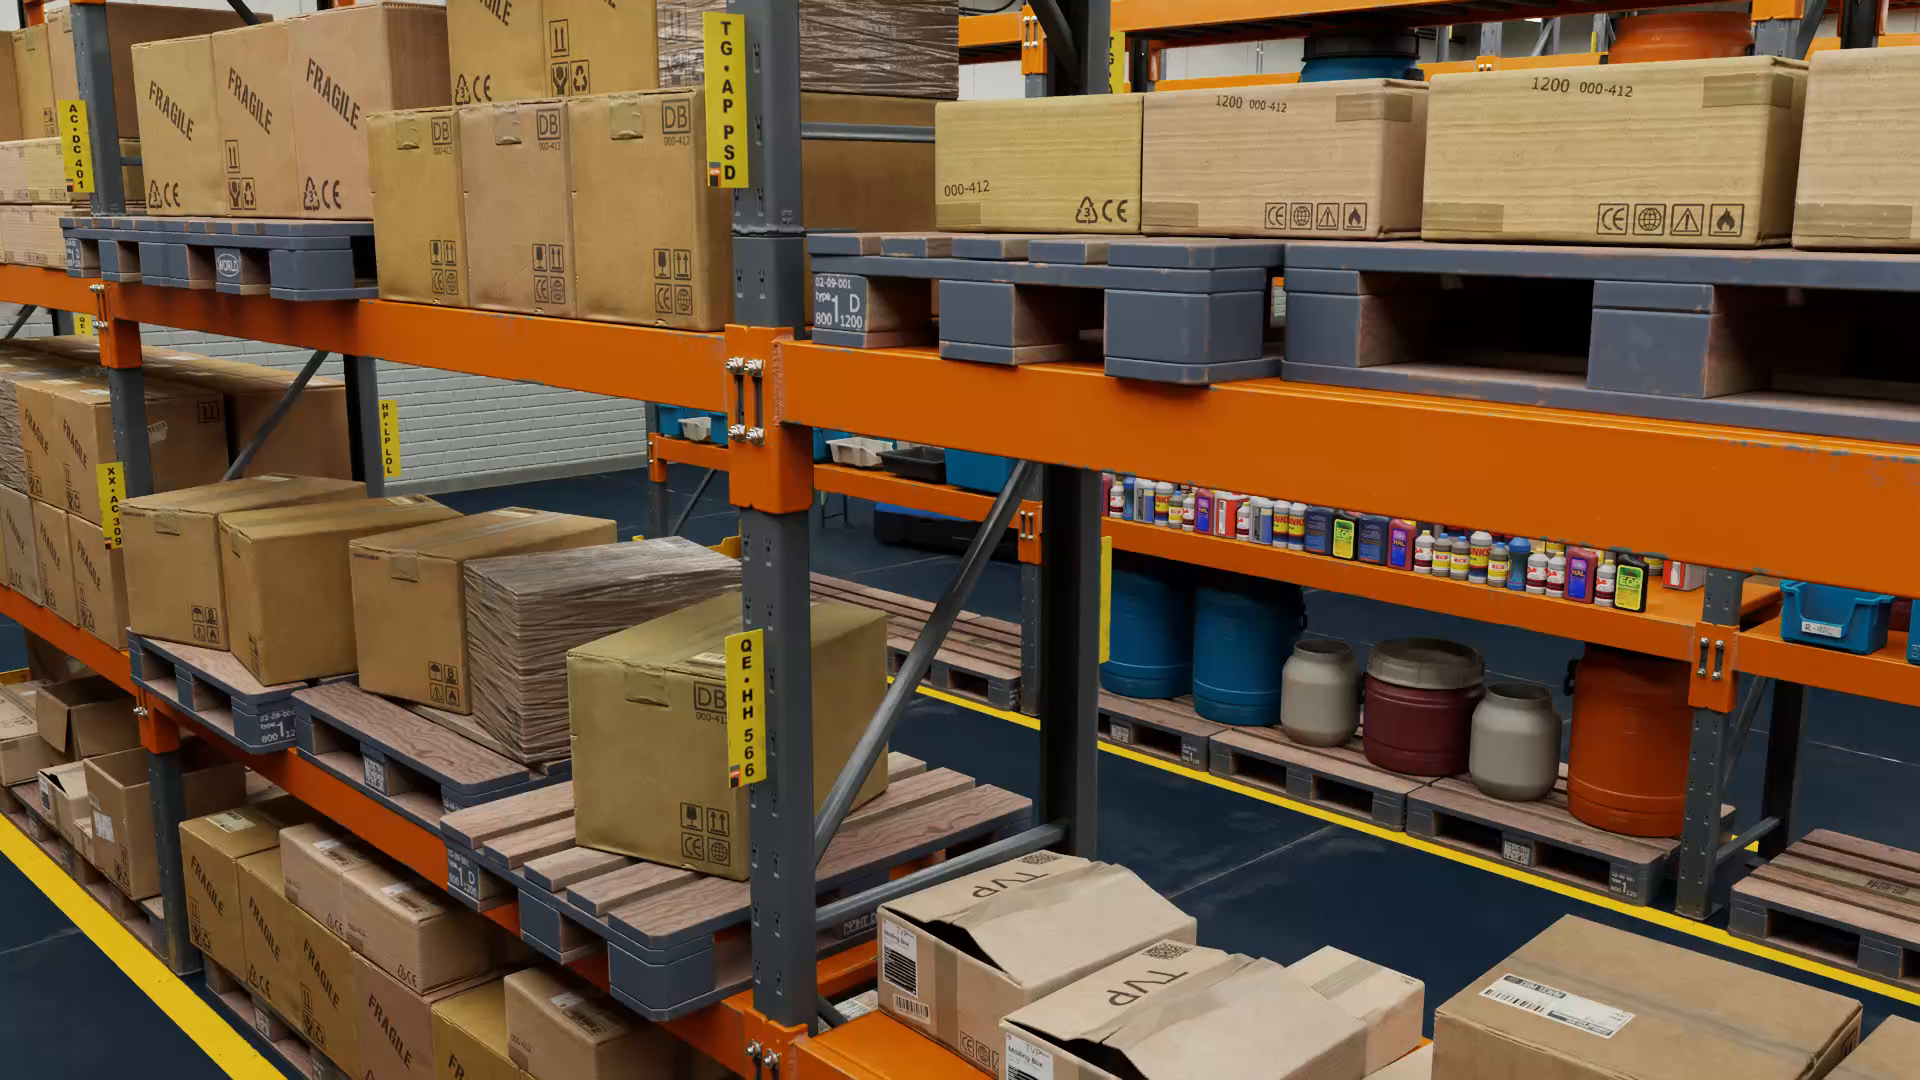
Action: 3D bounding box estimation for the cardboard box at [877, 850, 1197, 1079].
[{"bbox_3d":[0.165,0.904,3.650,0.500,0.311,0.500,-10,15,-39],"label":"cardboard box"}]

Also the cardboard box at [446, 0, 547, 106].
[{"bbox_3d":[-1.056,-1.420,4.550,0.500,0.500,0.500,-11,16,-43],"label":"cardboard box"}]

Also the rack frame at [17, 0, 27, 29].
[{"bbox_3d":[-5.579,-3.305,8.990,1.000,3.000,0.127,-11,16,-43],"label":"rack frame"}]

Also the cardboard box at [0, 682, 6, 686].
[{"bbox_3d":[-5.539,0.923,9.309,0.380,0.149,0.250,-11,16,-43],"label":"cardboard box"}]

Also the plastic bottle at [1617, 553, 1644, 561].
[{"bbox_3d":[3.272,0.006,8.076,0.061,0.283,0.133,-11,16,-43],"label":"plastic bottle"}]

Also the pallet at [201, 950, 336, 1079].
[{"bbox_3d":[-2.228,1.697,6.492,1.003,0.211,1.213,-11,16,-43],"label":"pallet"}]

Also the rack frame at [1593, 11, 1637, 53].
[{"bbox_3d":[8.756,-6.066,22.390,1.000,3.000,0.127,-11,16,-43],"label":"rack frame"}]

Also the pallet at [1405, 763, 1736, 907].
[{"bbox_3d":[2.956,1.368,8.087,1.003,0.211,1.213,-11,16,-43],"label":"pallet"}]

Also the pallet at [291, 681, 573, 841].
[{"bbox_3d":[-1.401,0.612,5.322,1.003,0.211,1.213,-11,16,-43],"label":"pallet"}]

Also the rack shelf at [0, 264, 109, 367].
[{"bbox_3d":[-4.198,-1.191,7.948,1.077,0.370,4.000,-11,16,-43],"label":"rack shelf"}]

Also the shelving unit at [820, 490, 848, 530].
[{"bbox_3d":[-0.890,-0.824,15.533,0.755,1.500,0.431,7,14,32],"label":"shelving unit"}]

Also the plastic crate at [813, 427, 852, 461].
[{"bbox_3d":[-0.945,-0.686,11.411,0.416,0.233,0.300,-11,16,-43],"label":"plastic crate"}]

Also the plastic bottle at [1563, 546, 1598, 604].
[{"bbox_3d":[2.783,0.135,7.449,0.061,0.283,0.133,-11,16,-43],"label":"plastic bottle"}]

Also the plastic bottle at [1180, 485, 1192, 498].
[{"bbox_3d":[1.374,-0.350,10.005,0.097,0.201,0.097,0,12,0],"label":"plastic bottle"}]

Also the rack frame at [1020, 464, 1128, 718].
[{"bbox_3d":[0.768,-0.472,10.109,1.000,3.000,0.127,-11,16,-43],"label":"rack frame"}]

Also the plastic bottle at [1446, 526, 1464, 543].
[{"bbox_3d":[2.608,-0.123,8.733,0.097,0.271,0.097,0,12,0],"label":"plastic bottle"}]

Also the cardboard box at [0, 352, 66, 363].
[{"bbox_3d":[-4.755,-0.655,8.269,0.500,0.500,0.500,-11,16,-42],"label":"cardboard box"}]

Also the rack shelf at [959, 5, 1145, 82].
[{"bbox_3d":[-0.613,-3.154,11.034,1.077,0.370,4.000,-11,16,-43],"label":"rack shelf"}]

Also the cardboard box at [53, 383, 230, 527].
[{"bbox_3d":[-3.353,-0.359,6.834,0.500,0.500,0.500,-11,16,-42],"label":"cardboard box"}]

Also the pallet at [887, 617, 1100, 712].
[{"bbox_3d":[0.232,0.791,10.885,1.003,0.211,1.213,-11,16,-43],"label":"pallet"}]

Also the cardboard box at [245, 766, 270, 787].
[{"bbox_3d":[-3.555,1.173,8.053,0.380,0.166,0.250,-11,16,-43],"label":"cardboard box"}]

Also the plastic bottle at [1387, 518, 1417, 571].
[{"bbox_3d":[2.153,0.002,8.095,0.061,0.283,0.133,-11,16,-43],"label":"plastic bottle"}]

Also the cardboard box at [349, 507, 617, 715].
[{"bbox_3d":[-1.552,0.212,5.499,0.500,0.500,0.700,7,14,31],"label":"cardboard box"}]

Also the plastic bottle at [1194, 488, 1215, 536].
[{"bbox_3d":[1.326,-0.173,8.944,0.061,0.283,0.133,-11,16,-43],"label":"plastic bottle"}]

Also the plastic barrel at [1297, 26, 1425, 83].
[{"bbox_3d":[2.058,-2.165,8.608,0.600,0.901,0.708,-11,16,-43],"label":"plastic barrel"}]

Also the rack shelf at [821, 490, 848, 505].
[{"bbox_3d":[-0.890,-0.505,15.599,0.720,0.370,0.431,7,14,32],"label":"rack shelf"}]

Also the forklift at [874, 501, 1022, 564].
[{"bbox_3d":[0.742,-1.328,14.430,3.031,2.935,1.130,7,14,32],"label":"forklift"}]

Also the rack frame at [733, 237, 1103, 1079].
[{"bbox_3d":[-0.054,0.801,3.928,1.000,3.000,0.127,-11,16,-43],"label":"rack frame"}]

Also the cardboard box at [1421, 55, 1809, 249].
[{"bbox_3d":[1.062,-0.583,2.543,0.500,0.250,0.500,-11,16,-44],"label":"cardboard box"}]

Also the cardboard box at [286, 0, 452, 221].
[{"bbox_3d":[-1.599,-1.277,5.047,0.600,0.600,0.600,11,16,43],"label":"cardboard box"}]

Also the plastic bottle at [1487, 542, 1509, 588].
[{"bbox_3d":[2.515,0.113,7.758,0.097,0.201,0.097,0,12,0],"label":"plastic bottle"}]

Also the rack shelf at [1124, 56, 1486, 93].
[{"bbox_3d":[2.969,-3.845,14.384,1.077,0.370,4.000,-11,16,-43],"label":"rack shelf"}]

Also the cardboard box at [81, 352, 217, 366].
[{"bbox_3d":[-4.007,-0.655,8.270,0.500,0.500,0.500,-10,15,-41],"label":"cardboard box"}]

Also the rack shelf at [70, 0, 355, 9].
[{"bbox_3d":[-1.436,-1.881,4.852,1.077,0.370,4.000,-11,16,-43],"label":"rack shelf"}]

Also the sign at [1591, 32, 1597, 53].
[{"bbox_3d":[8.350,-6.524,21.909,0.100,0.325,0.005,-11,16,-43],"label":"sign"}]

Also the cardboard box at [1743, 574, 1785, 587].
[{"bbox_3d":[6.041,0.021,11.937,1.225,0.875,0.875,-11,16,-42],"label":"cardboard box"}]

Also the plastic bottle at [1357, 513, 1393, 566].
[{"bbox_3d":[2.074,-0.060,8.229,0.144,0.351,0.185,-11,16,-43],"label":"plastic bottle"}]

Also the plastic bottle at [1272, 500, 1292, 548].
[{"bbox_3d":[1.672,-0.099,8.616,0.097,0.271,0.097,0,12,0],"label":"plastic bottle"}]

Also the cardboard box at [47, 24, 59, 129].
[{"bbox_3d":[-3.423,-1.949,7.117,0.700,0.500,0.500,-11,16,-43],"label":"cardboard box"}]

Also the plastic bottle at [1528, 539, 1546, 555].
[{"bbox_3d":[2.927,-0.067,8.430,0.061,0.283,0.133,-11,16,-43],"label":"plastic bottle"}]

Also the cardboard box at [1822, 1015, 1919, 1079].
[{"bbox_3d":[1.480,1.072,2.368,0.500,0.500,0.500,-11,16,-42],"label":"cardboard box"}]

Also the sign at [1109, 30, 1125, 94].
[{"bbox_3d":[0.353,-1.036,3.935,0.100,0.325,0.005,-11,16,-43],"label":"sign"}]

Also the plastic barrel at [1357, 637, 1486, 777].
[{"bbox_3d":[2.401,0.853,8.612,0.600,0.588,0.708,-11,16,-43],"label":"plastic barrel"}]

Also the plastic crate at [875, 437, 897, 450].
[{"bbox_3d":[-0.390,-0.740,11.672,0.416,0.233,0.300,-11,16,-43],"label":"plastic crate"}]

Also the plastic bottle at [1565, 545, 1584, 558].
[{"bbox_3d":[3.042,-0.014,8.201,0.097,0.271,0.097,0,12,0],"label":"plastic bottle"}]

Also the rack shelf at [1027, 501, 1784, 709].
[{"bbox_3d":[2.149,0.172,8.765,1.077,0.370,4.000,-11,16,-43],"label":"rack shelf"}]

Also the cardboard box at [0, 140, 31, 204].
[{"bbox_3d":[-3.692,-1.530,6.941,0.500,0.250,0.500,-11,16,-43],"label":"cardboard box"}]

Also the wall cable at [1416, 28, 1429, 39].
[{"bbox_3d":[7.210,-7.362,28.590,2.988,3.039,0.133,-11,16,-43],"label":"wall cable"}]

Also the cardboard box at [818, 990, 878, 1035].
[{"bbox_3d":[-0.528,1.628,5.019,0.500,0.500,0.500,11,16,43],"label":"cardboard box"}]

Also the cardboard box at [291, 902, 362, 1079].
[{"bbox_3d":[-1.943,1.481,5.733,0.500,0.500,0.500,-11,16,-42],"label":"cardboard box"}]

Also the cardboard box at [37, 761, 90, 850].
[{"bbox_3d":[-3.933,1.166,7.732,0.500,0.311,0.500,-11,16,-43],"label":"cardboard box"}]

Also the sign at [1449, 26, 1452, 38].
[{"bbox_3d":[5.661,-5.970,19.221,0.100,0.325,0.005,-11,16,-43],"label":"sign"}]

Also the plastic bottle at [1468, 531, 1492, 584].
[{"bbox_3d":[2.448,0.065,7.820,0.097,0.271,0.097,0,12,0],"label":"plastic bottle"}]

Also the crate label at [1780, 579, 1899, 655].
[{"bbox_3d":[3.551,0.307,6.741,0.303,0.233,0.416,-11,16,-43],"label":"crate label"}]

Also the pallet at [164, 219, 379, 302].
[{"bbox_3d":[-1.699,-0.904,5.236,1.213,0.211,1.003,-11,16,-43],"label":"pallet"}]

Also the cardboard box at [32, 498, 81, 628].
[{"bbox_3d":[-3.705,0.056,7.296,0.500,0.500,0.500,-10,16,-41],"label":"cardboard box"}]

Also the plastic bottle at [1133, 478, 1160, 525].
[{"bbox_3d":[1.065,-0.238,9.277,0.152,0.276,0.135,-11,16,-43],"label":"plastic bottle"}]

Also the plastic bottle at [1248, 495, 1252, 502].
[{"bbox_3d":[1.562,-0.177,8.983,0.152,0.276,0.135,-11,16,-43],"label":"plastic bottle"}]
